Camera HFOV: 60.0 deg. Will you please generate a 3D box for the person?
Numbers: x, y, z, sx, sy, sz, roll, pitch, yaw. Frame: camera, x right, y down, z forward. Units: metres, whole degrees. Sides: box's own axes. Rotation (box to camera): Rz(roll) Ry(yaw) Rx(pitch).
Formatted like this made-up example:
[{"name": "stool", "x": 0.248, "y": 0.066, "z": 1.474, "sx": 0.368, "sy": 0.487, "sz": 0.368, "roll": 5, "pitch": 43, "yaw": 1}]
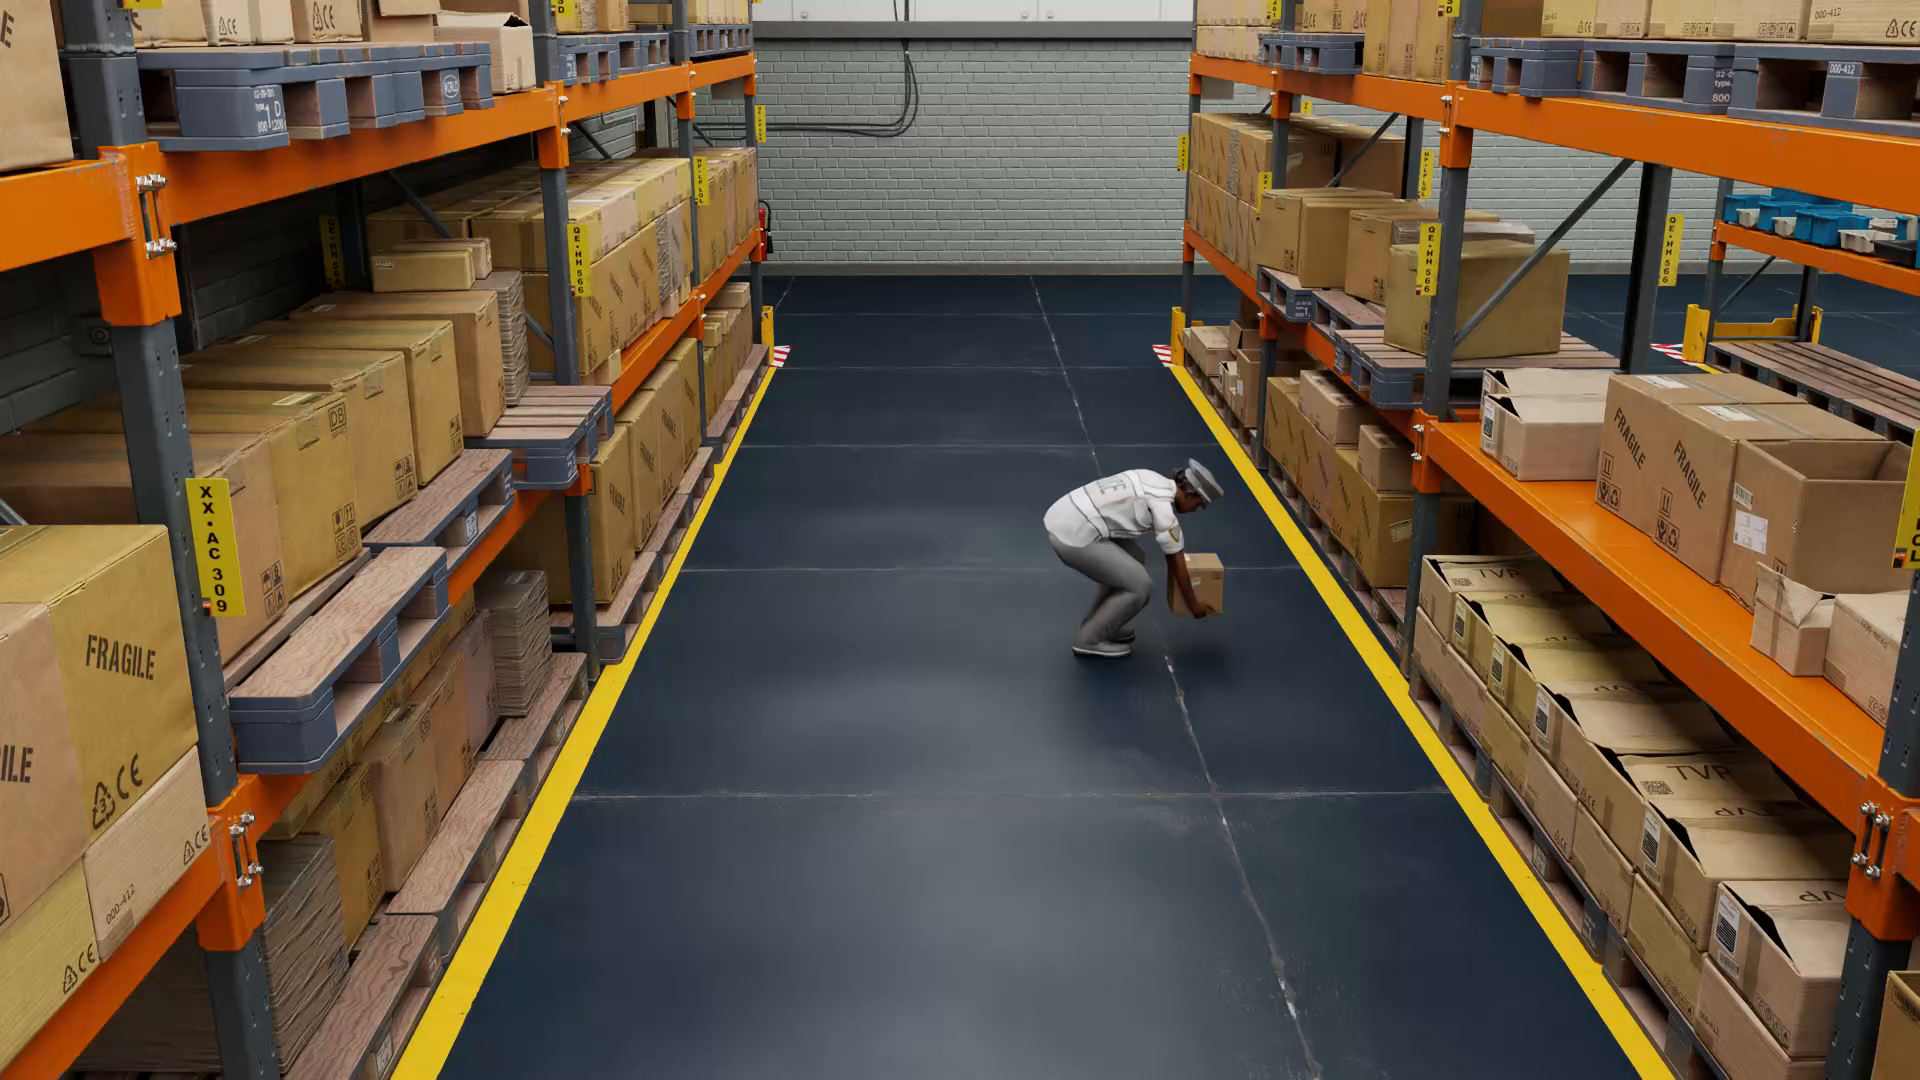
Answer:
[{"name": "person", "x": 0.882, "y": 0.081, "z": 8.450, "sx": 0.916, "sy": 0.979, "sz": 0.457, "roll": -1, "pitch": 17, "yaw": -3}]
